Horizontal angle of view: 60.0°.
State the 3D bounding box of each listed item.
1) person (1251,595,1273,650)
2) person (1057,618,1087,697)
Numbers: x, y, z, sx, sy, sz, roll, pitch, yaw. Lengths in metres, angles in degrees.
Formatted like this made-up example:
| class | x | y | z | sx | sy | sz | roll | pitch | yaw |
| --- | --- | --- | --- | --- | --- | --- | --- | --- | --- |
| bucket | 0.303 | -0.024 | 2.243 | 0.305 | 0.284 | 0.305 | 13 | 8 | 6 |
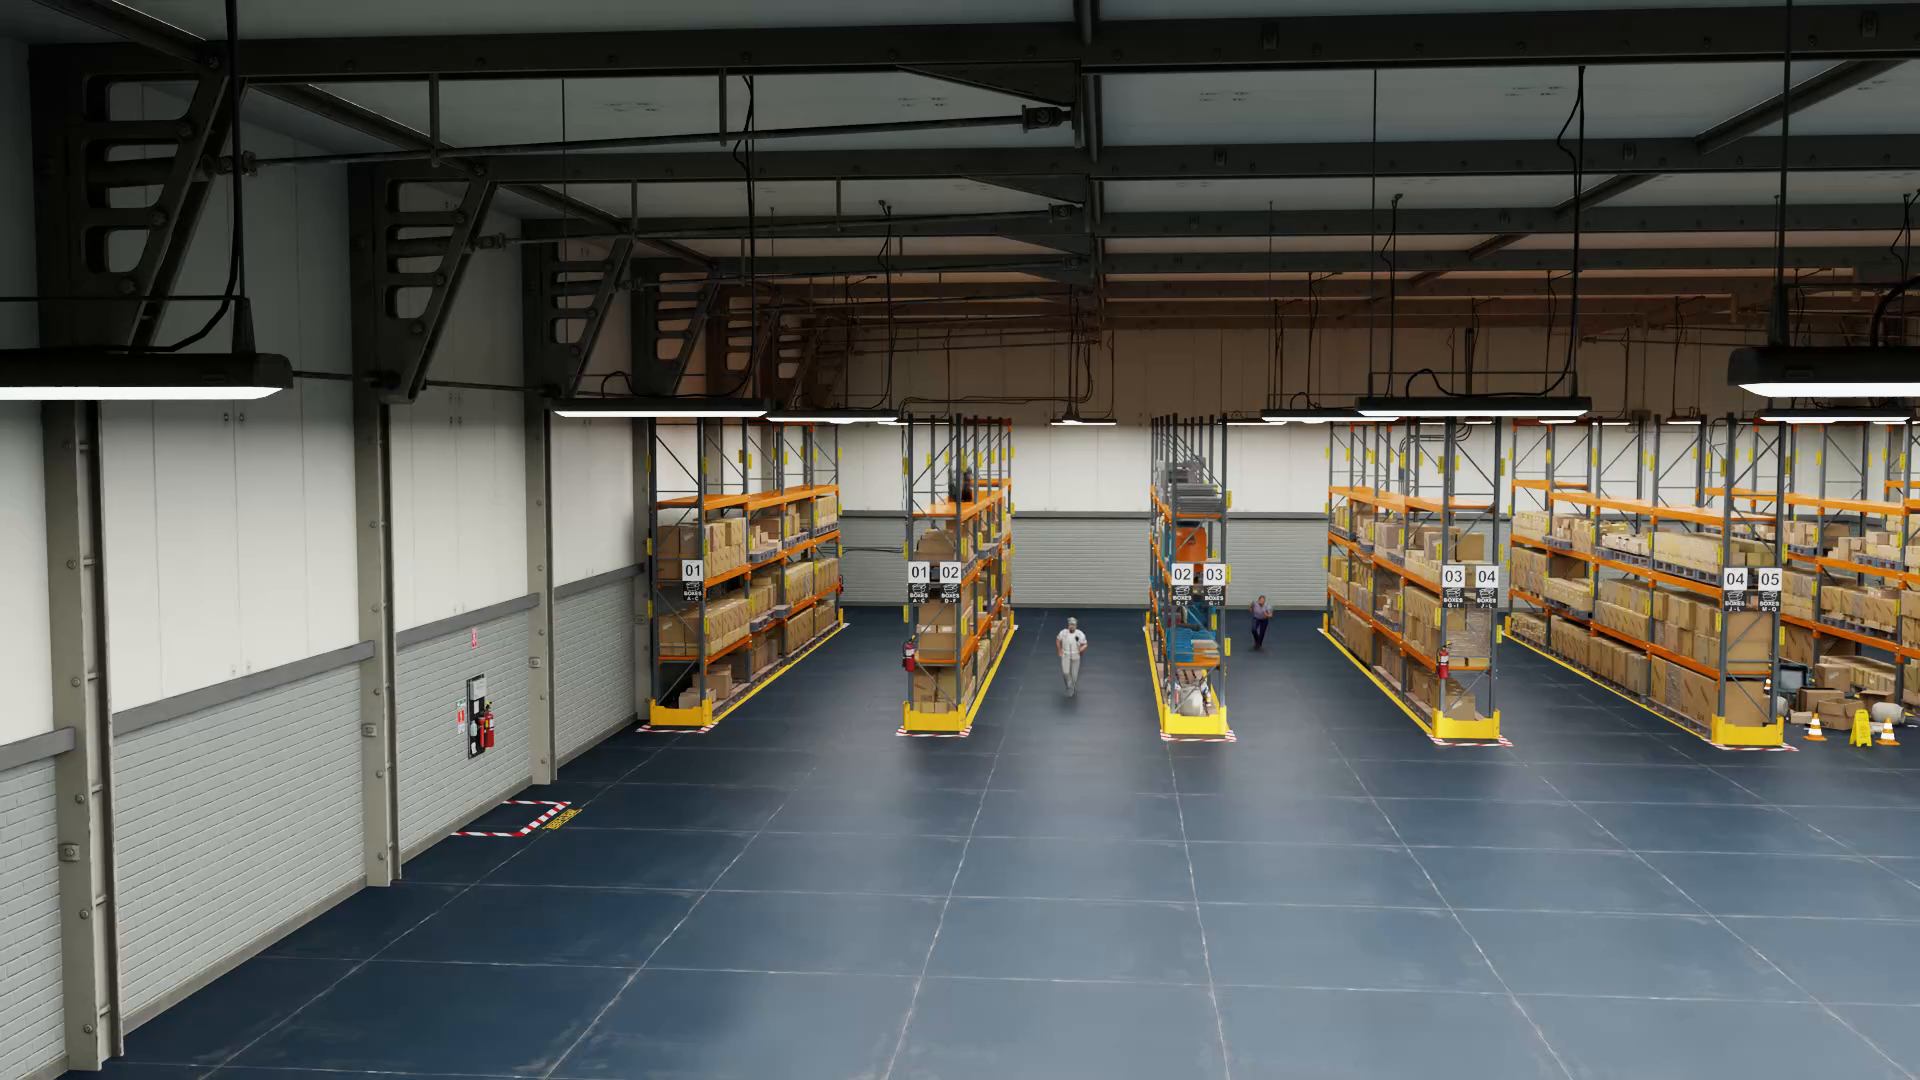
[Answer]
| class | x | y | z | sx | sy | sz | roll | pitch | yaw |
| --- | --- | --- | --- | --- | --- | --- | --- | --- | --- |
| person | 7.776 | 2.104 | 42.891 | 0.605 | 1.432 | 1.071 | 1 | 4 | 15 |
| person | 2.393 | 2.498 | 35.535 | 0.648 | 1.723 | 0.833 | 0 | 4 | 2 |
